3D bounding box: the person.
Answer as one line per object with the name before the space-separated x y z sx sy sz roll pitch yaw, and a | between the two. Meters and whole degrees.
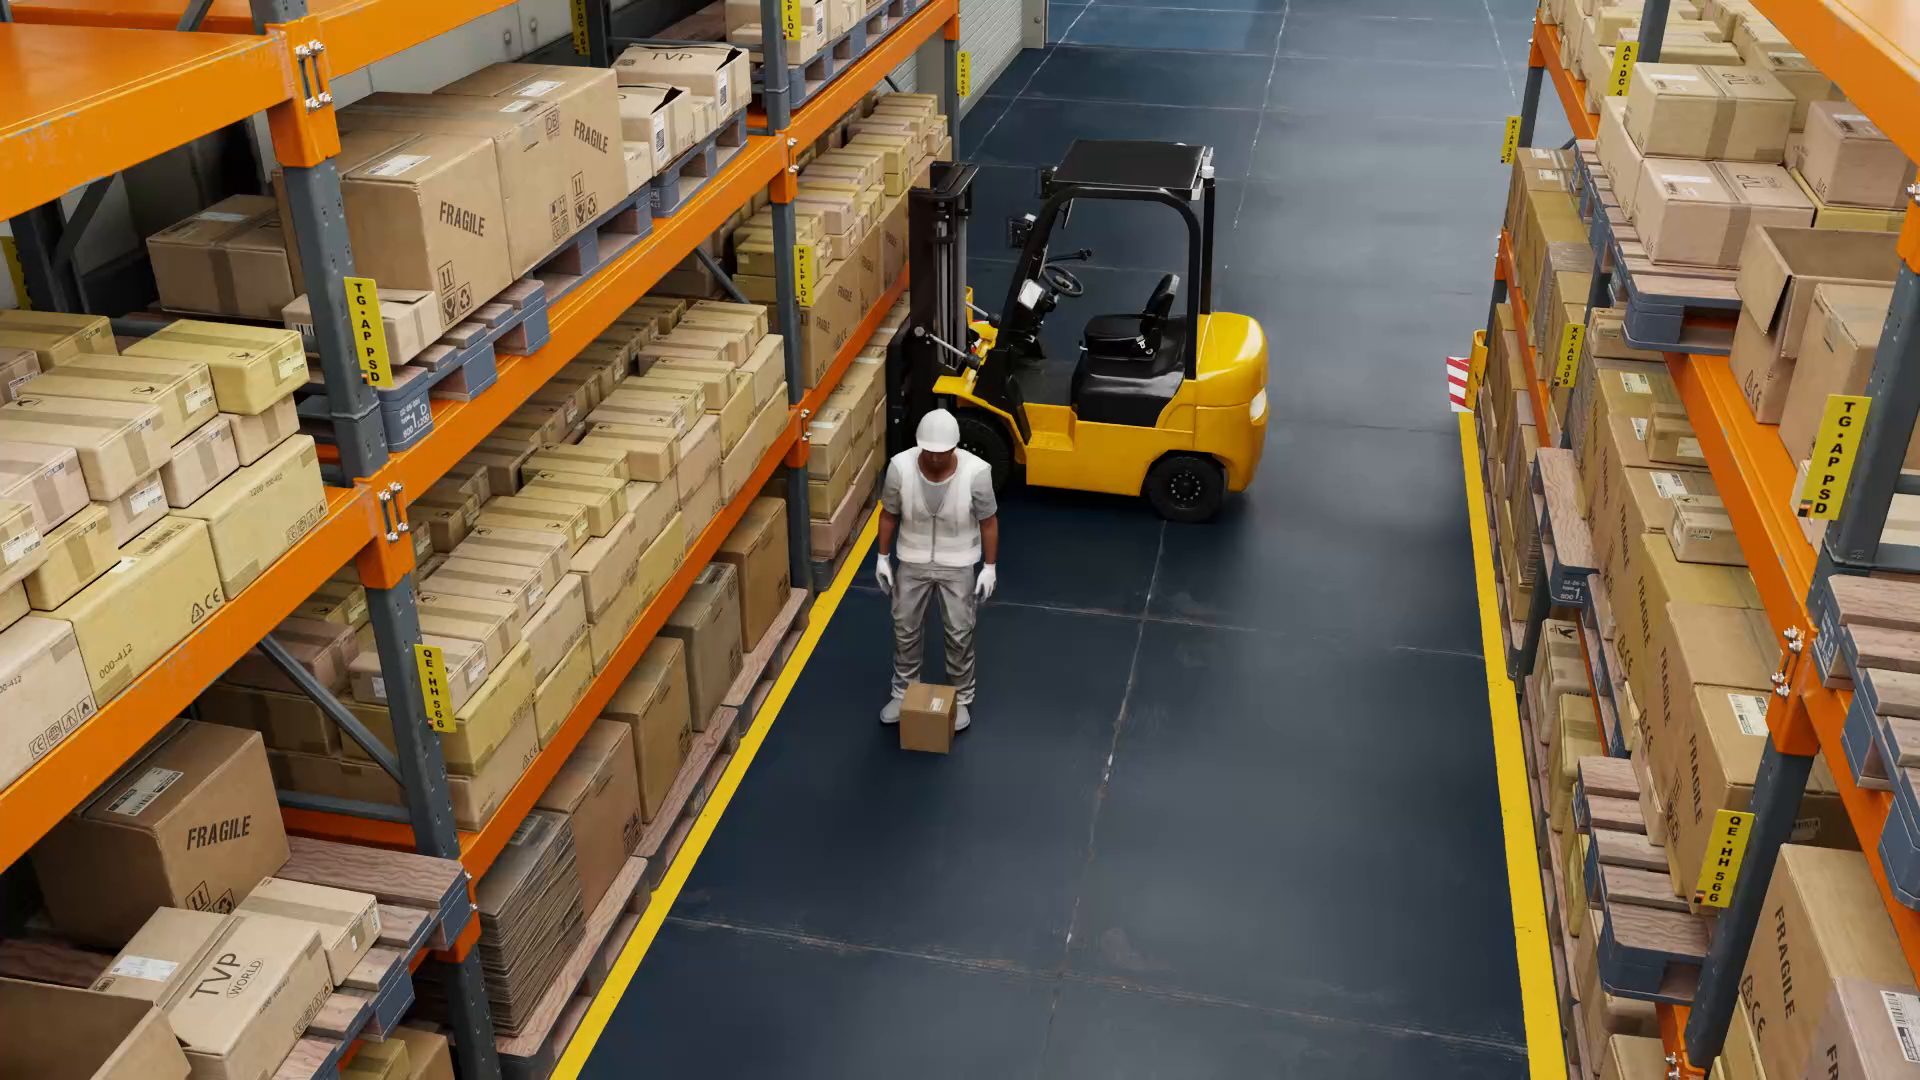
person | -0.121 0.136 8.364 0.617 1.772 0.452 4 29 8
